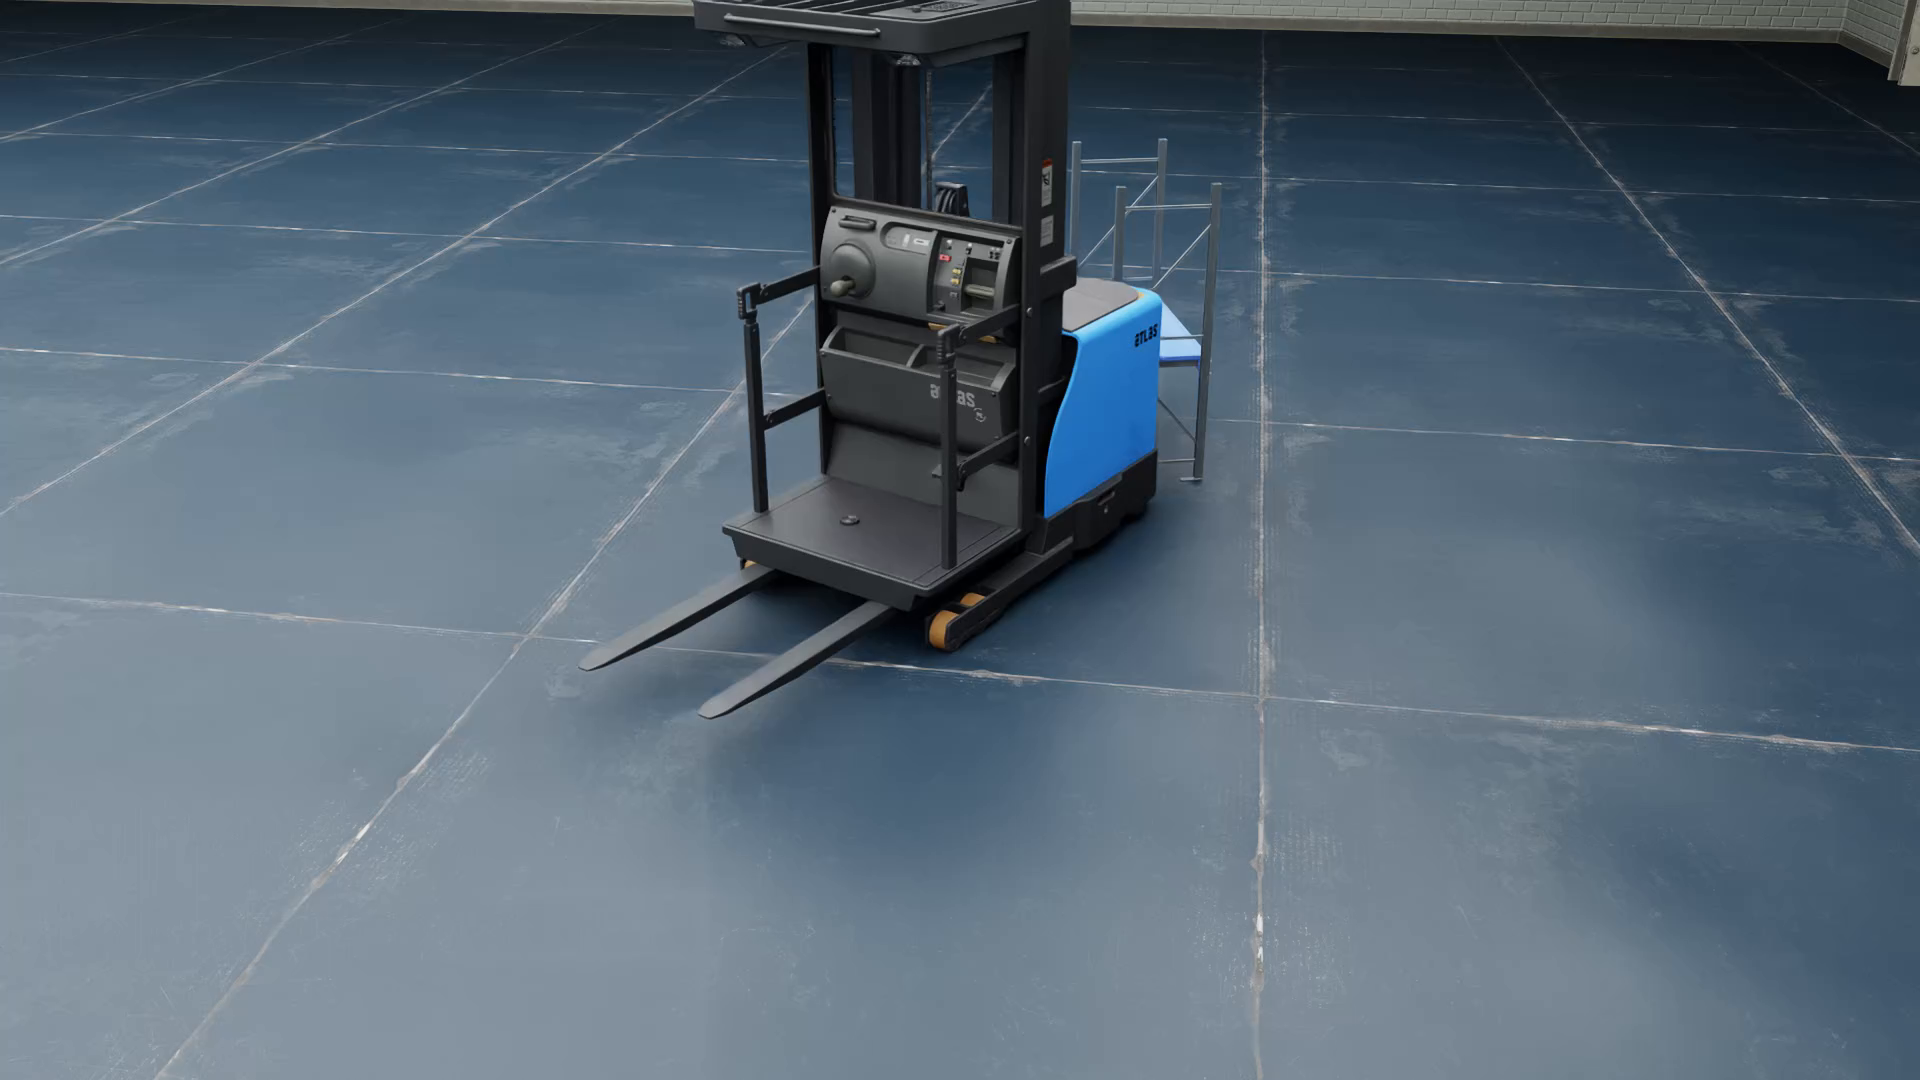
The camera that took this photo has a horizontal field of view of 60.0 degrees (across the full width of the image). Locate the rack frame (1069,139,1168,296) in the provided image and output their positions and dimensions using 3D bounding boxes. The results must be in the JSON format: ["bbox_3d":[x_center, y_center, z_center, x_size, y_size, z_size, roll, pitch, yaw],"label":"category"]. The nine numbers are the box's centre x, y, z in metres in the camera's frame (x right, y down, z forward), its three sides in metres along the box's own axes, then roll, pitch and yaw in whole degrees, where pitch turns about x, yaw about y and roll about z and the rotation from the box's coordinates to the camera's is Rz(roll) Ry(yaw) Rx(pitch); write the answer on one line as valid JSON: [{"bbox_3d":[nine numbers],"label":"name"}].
[{"bbox_3d":[0.833,-1.399,8.969,0.500,1.500,0.032,-3,25,-7],"label":"rack frame"}]

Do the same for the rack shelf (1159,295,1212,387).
[{"bbox_3d":[0.903,-1.022,8.589,0.538,0.185,1.000,-3,25,-7],"label":"rack shelf"}]

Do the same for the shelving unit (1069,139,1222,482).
[{"bbox_3d":[0.903,-1.185,8.513,0.538,1.500,1.048,-3,25,-7],"label":"shelving unit"}]

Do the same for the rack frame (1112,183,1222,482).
[{"bbox_3d":[0.974,-0.972,8.057,0.500,1.500,0.032,-3,25,-7],"label":"rack frame"}]

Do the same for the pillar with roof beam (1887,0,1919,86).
[{"bbox_3d":[6.461,-9.542,17.522,9.100,9.000,0.400,4,25,9],"label":"pillar with roof beam"}]

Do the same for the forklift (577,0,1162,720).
[{"bbox_3d":[-0.301,-1.103,6.649,1.130,2.935,3.031,16,30,31],"label":"forklift"}]
